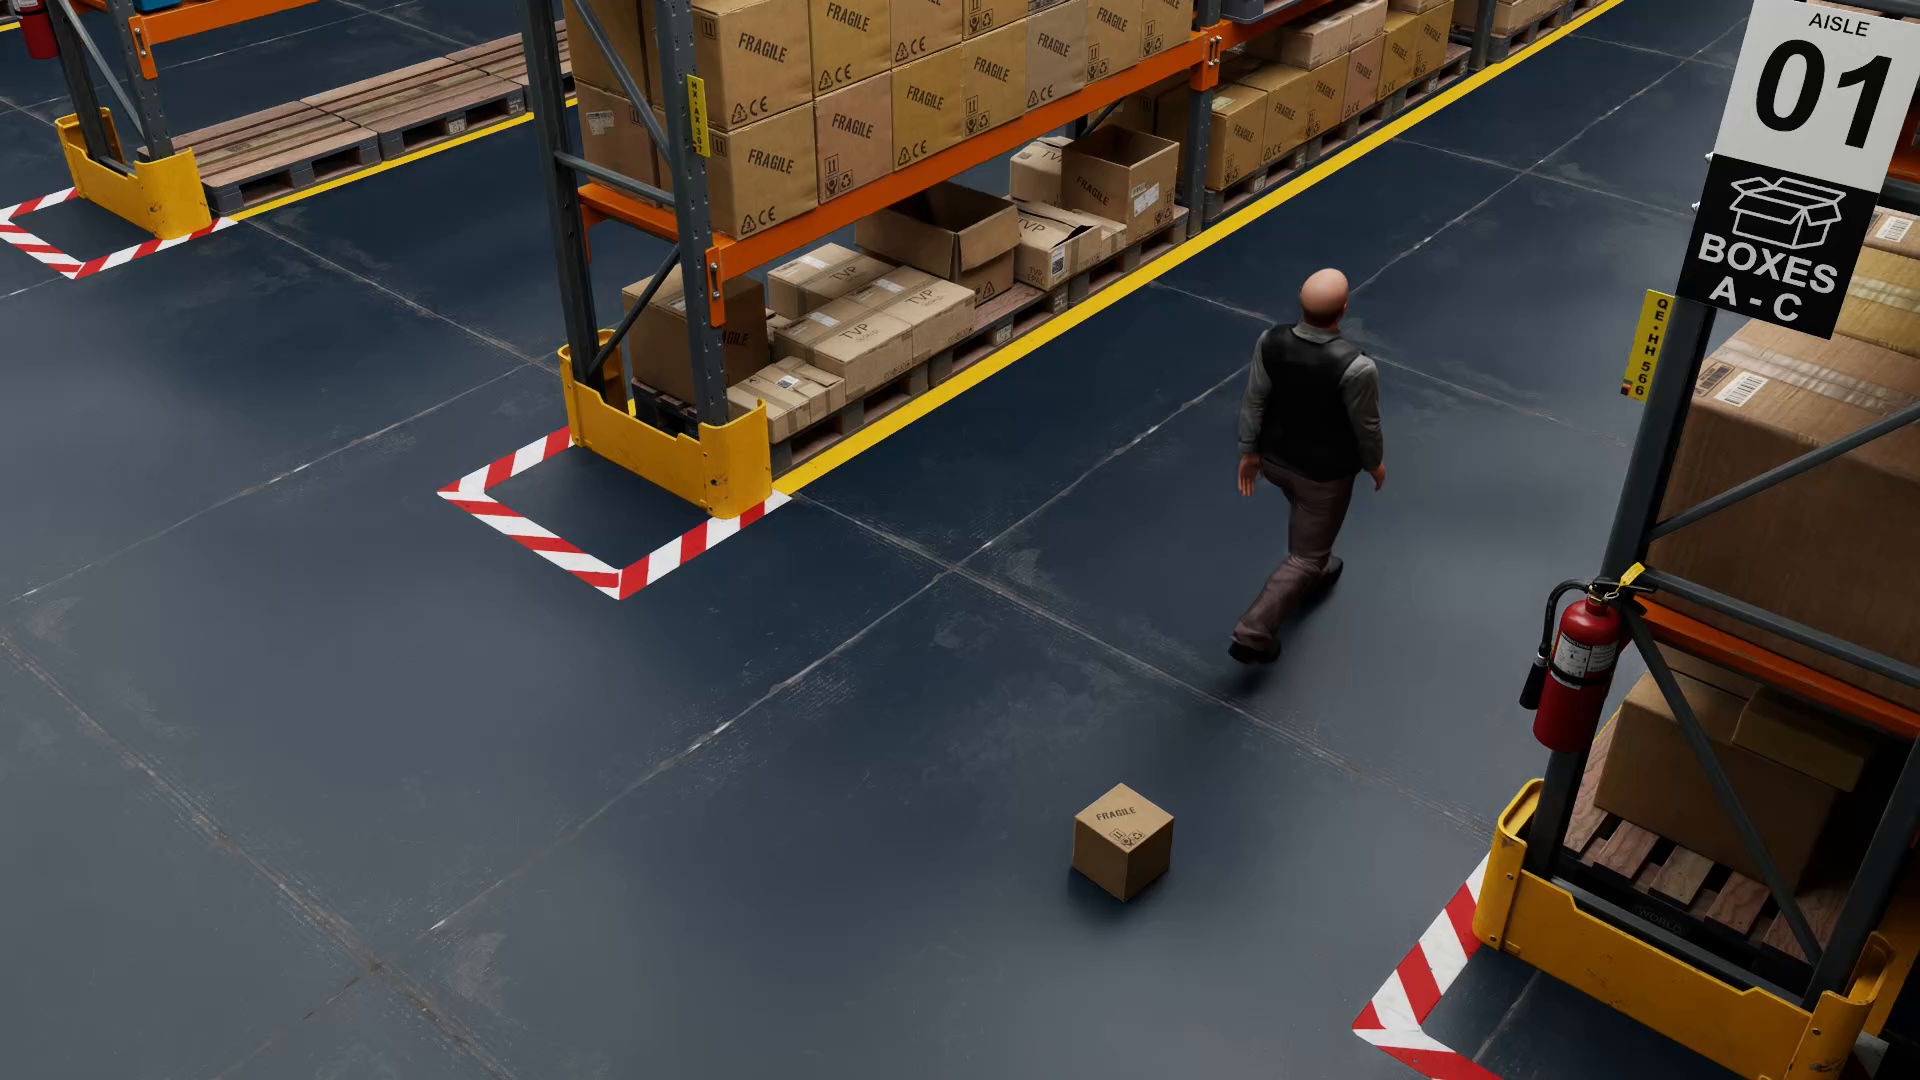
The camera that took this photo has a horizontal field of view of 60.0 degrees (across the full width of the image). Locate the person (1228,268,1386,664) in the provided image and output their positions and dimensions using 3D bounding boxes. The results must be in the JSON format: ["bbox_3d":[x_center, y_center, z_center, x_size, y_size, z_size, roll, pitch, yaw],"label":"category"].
[{"bbox_3d":[1.394,-0.313,6.621,0.985,1.680,0.537,-29,44,-35],"label":"person"}]
